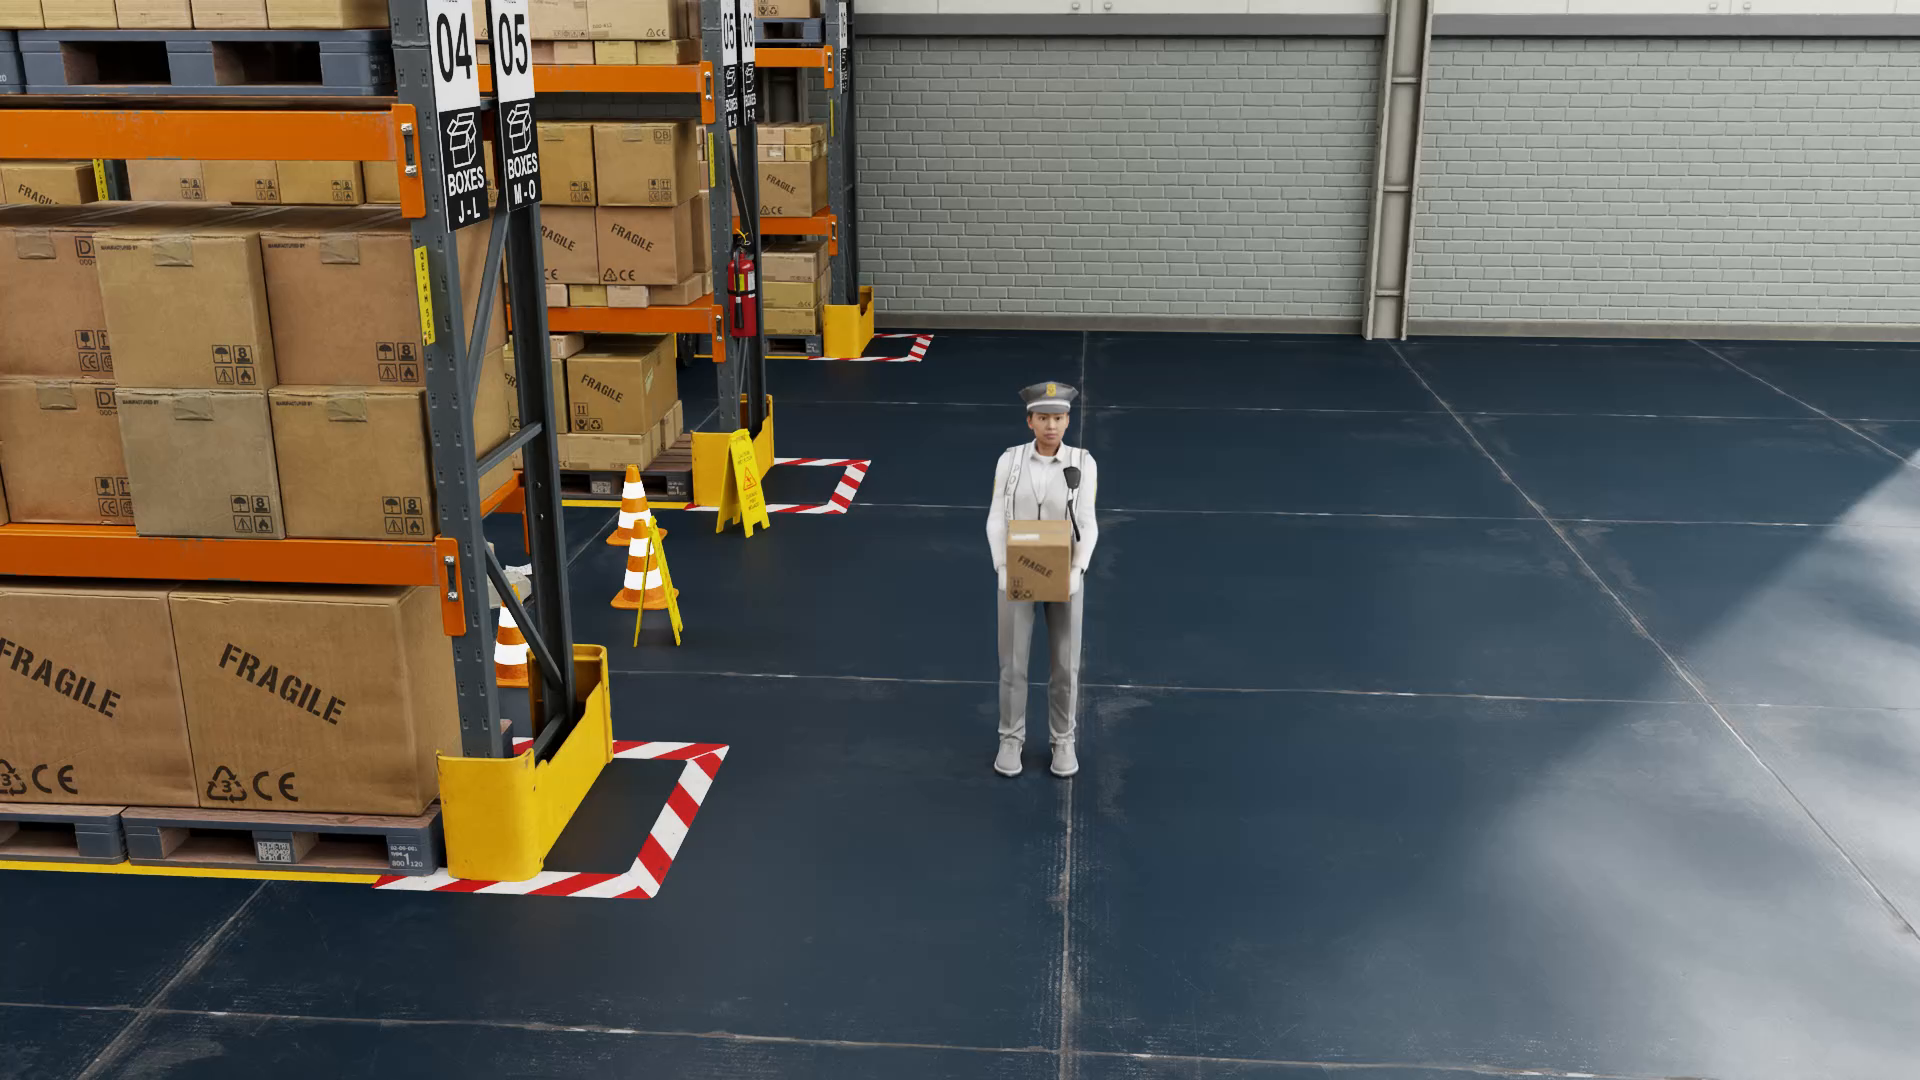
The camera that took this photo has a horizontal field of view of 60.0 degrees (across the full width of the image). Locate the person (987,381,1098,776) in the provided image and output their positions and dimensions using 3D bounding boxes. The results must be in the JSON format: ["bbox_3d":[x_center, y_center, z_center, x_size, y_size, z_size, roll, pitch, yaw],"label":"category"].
[{"bbox_3d":[0.340,0.180,6.939,0.460,1.686,0.563,1,18,4],"label":"person"}]
